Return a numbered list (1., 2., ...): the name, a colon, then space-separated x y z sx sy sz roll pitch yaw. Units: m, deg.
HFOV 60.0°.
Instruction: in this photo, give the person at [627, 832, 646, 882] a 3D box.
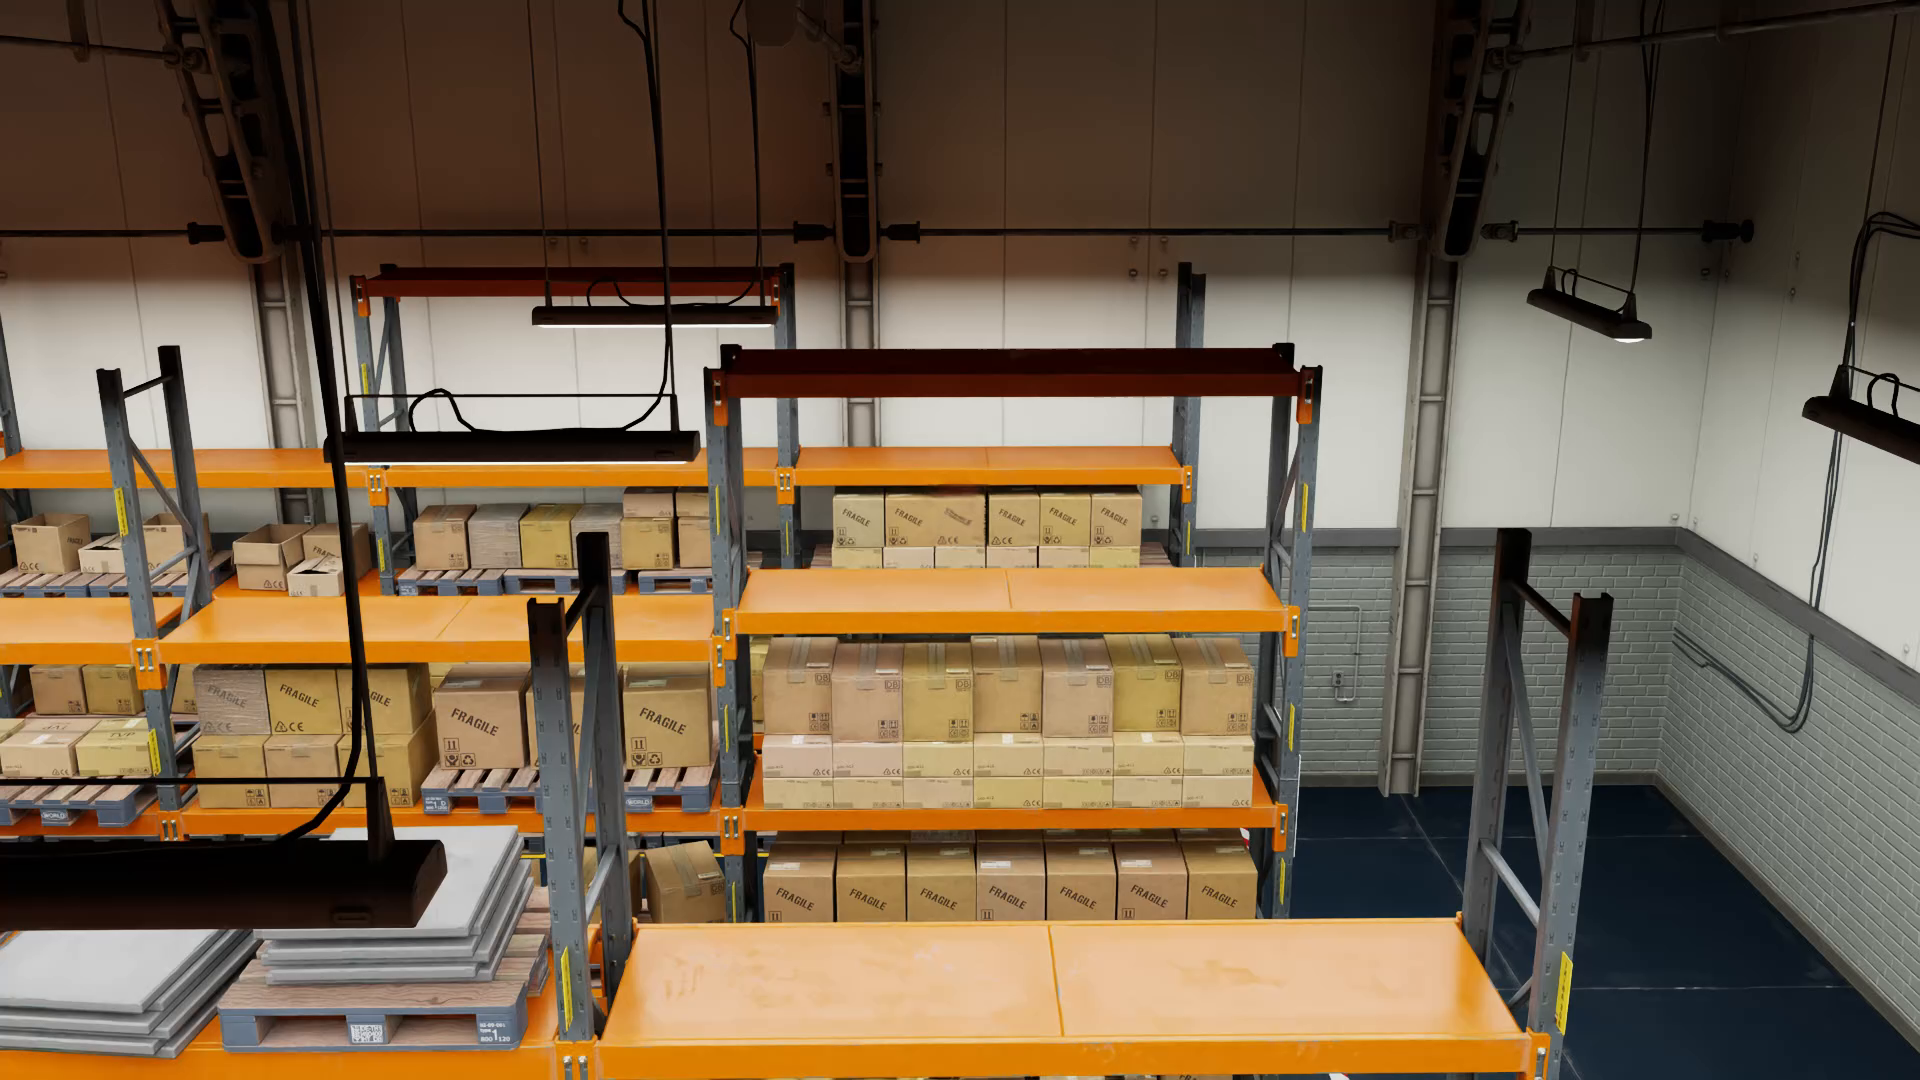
1. person: -3.190 2.761 15.894 0.495 1.760 0.565 5 17 17
